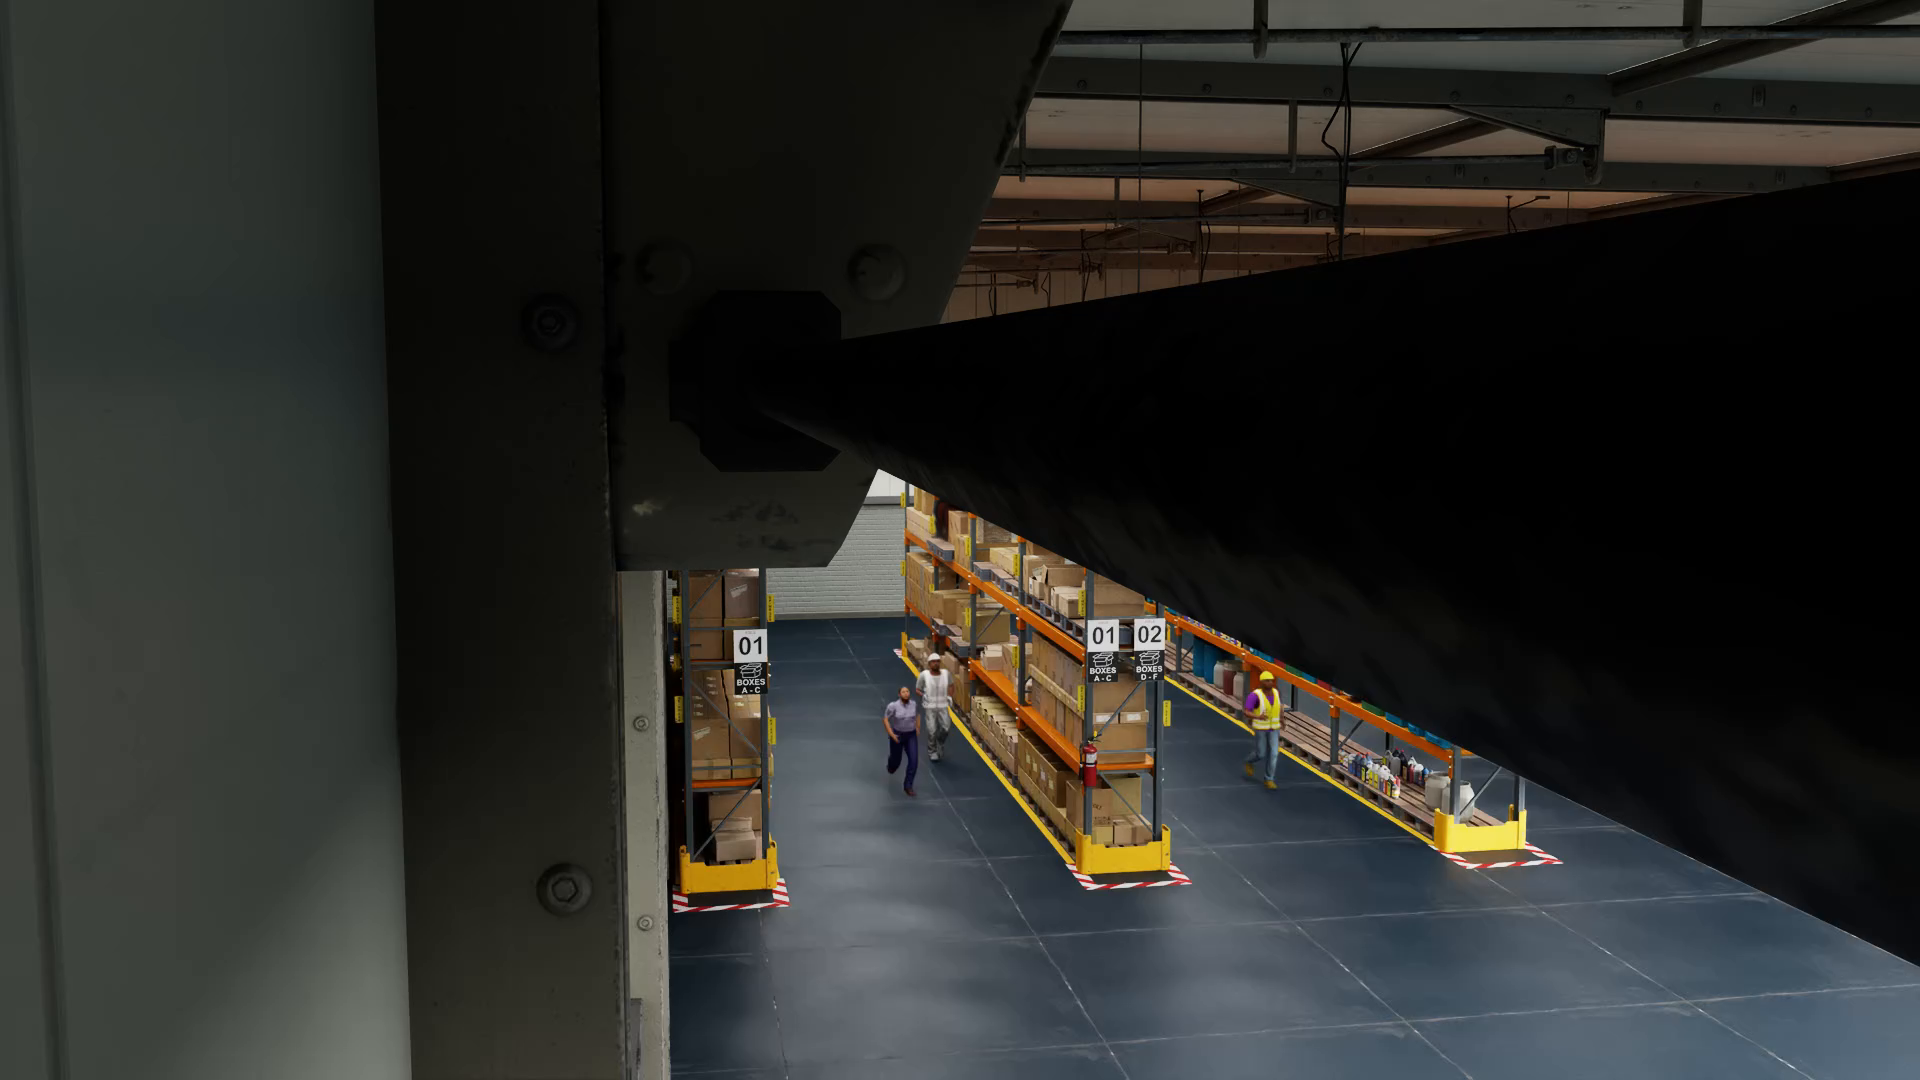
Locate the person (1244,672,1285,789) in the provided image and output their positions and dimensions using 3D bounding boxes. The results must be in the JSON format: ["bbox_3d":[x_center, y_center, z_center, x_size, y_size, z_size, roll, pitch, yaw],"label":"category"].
[{"bbox_3d":[4.615,2.846,25.216,0.709,1.740,0.804,-2,6,-17],"label":"person"}]

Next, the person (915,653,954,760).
[{"bbox_3d":[-0.374,2.691,26.683,0.669,1.737,0.589,-1,6,-11],"label":"person"}]

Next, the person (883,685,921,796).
[{"bbox_3d":[-0.849,2.987,24.928,0.606,1.597,0.799,-2,6,-16],"label":"person"}]
